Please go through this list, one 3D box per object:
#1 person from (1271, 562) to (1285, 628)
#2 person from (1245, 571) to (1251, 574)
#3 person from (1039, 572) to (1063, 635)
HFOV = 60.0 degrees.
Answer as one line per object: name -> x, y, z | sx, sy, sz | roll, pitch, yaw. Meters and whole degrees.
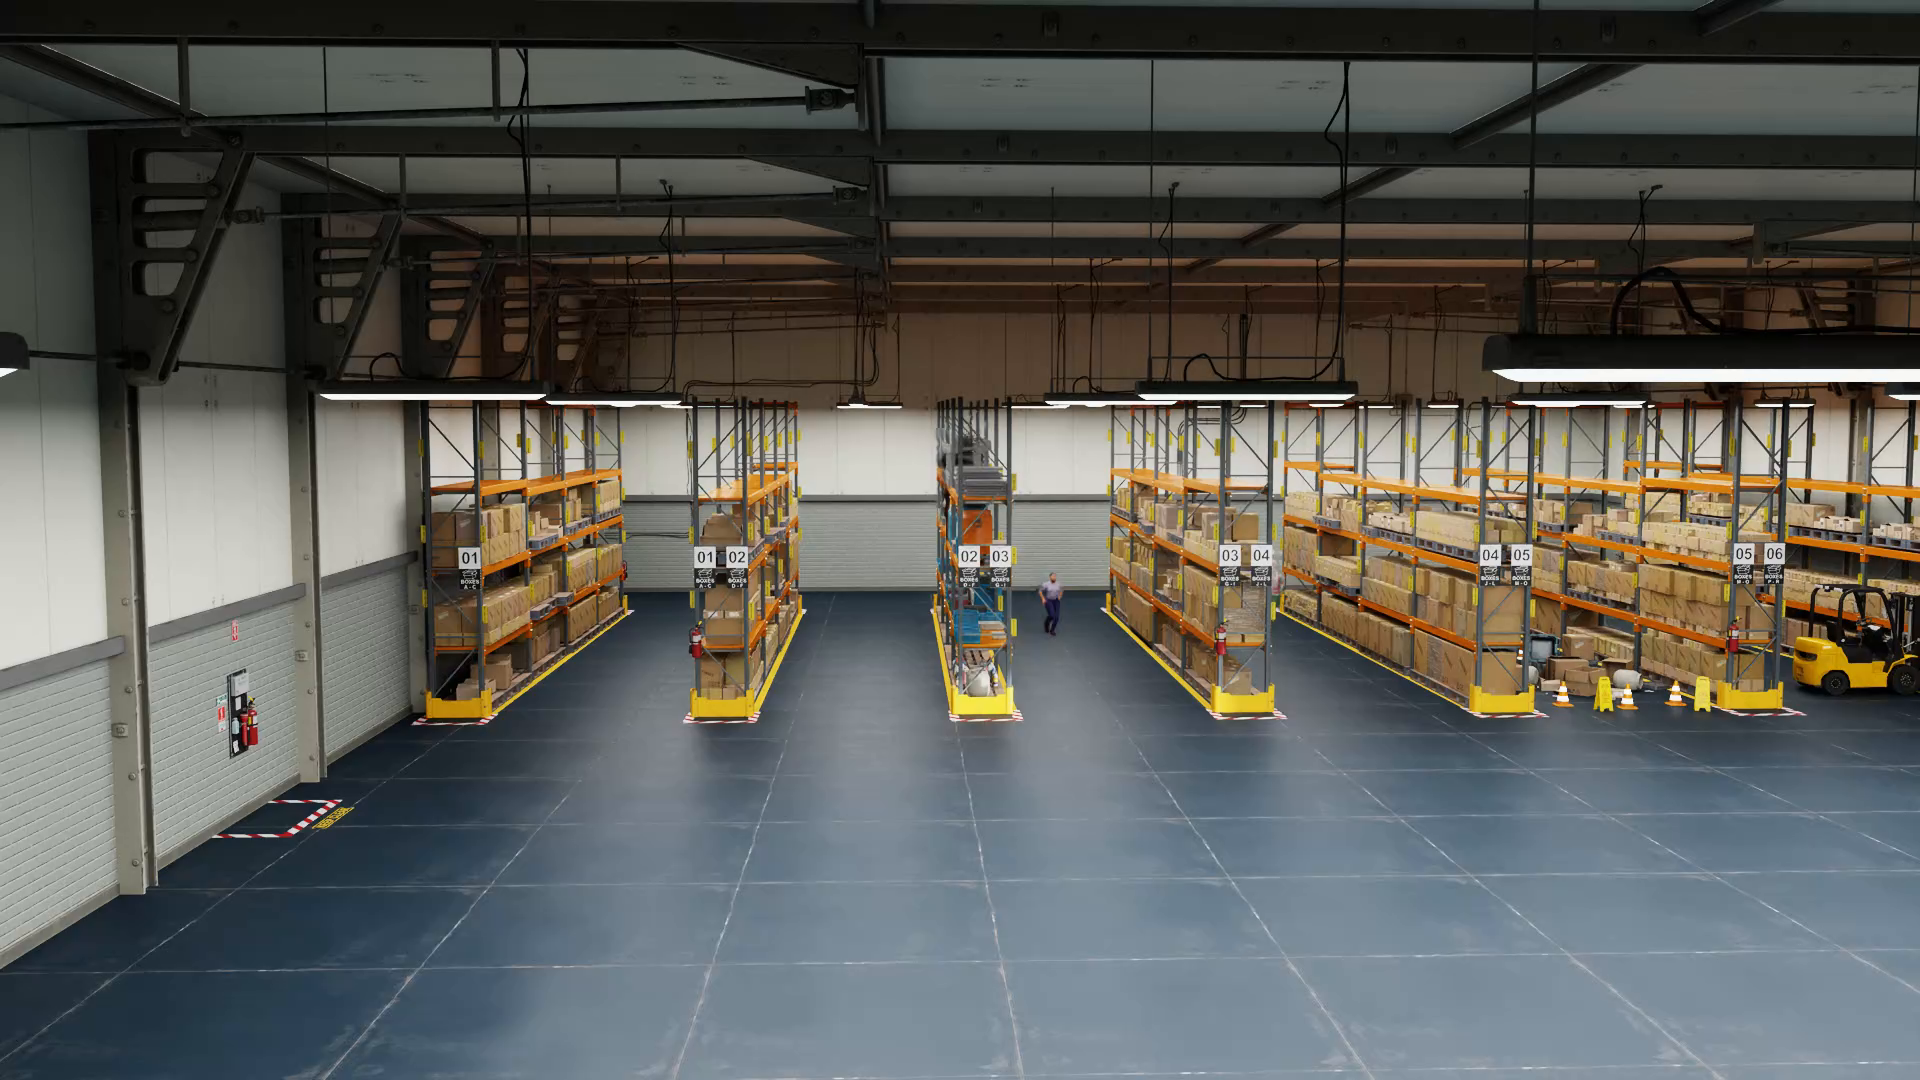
person -> 8.245, 1.460, 43.752 | 0.631, 1.748, 0.612 | 0, 4, -1
person -> 8.312, 1.119, 48.306 | 0.856, 1.746, 0.730 | -4, 6, -44
person -> 2.374, 1.635, 42.463 | 0.593, 1.606, 0.574 | -2, 5, -20
